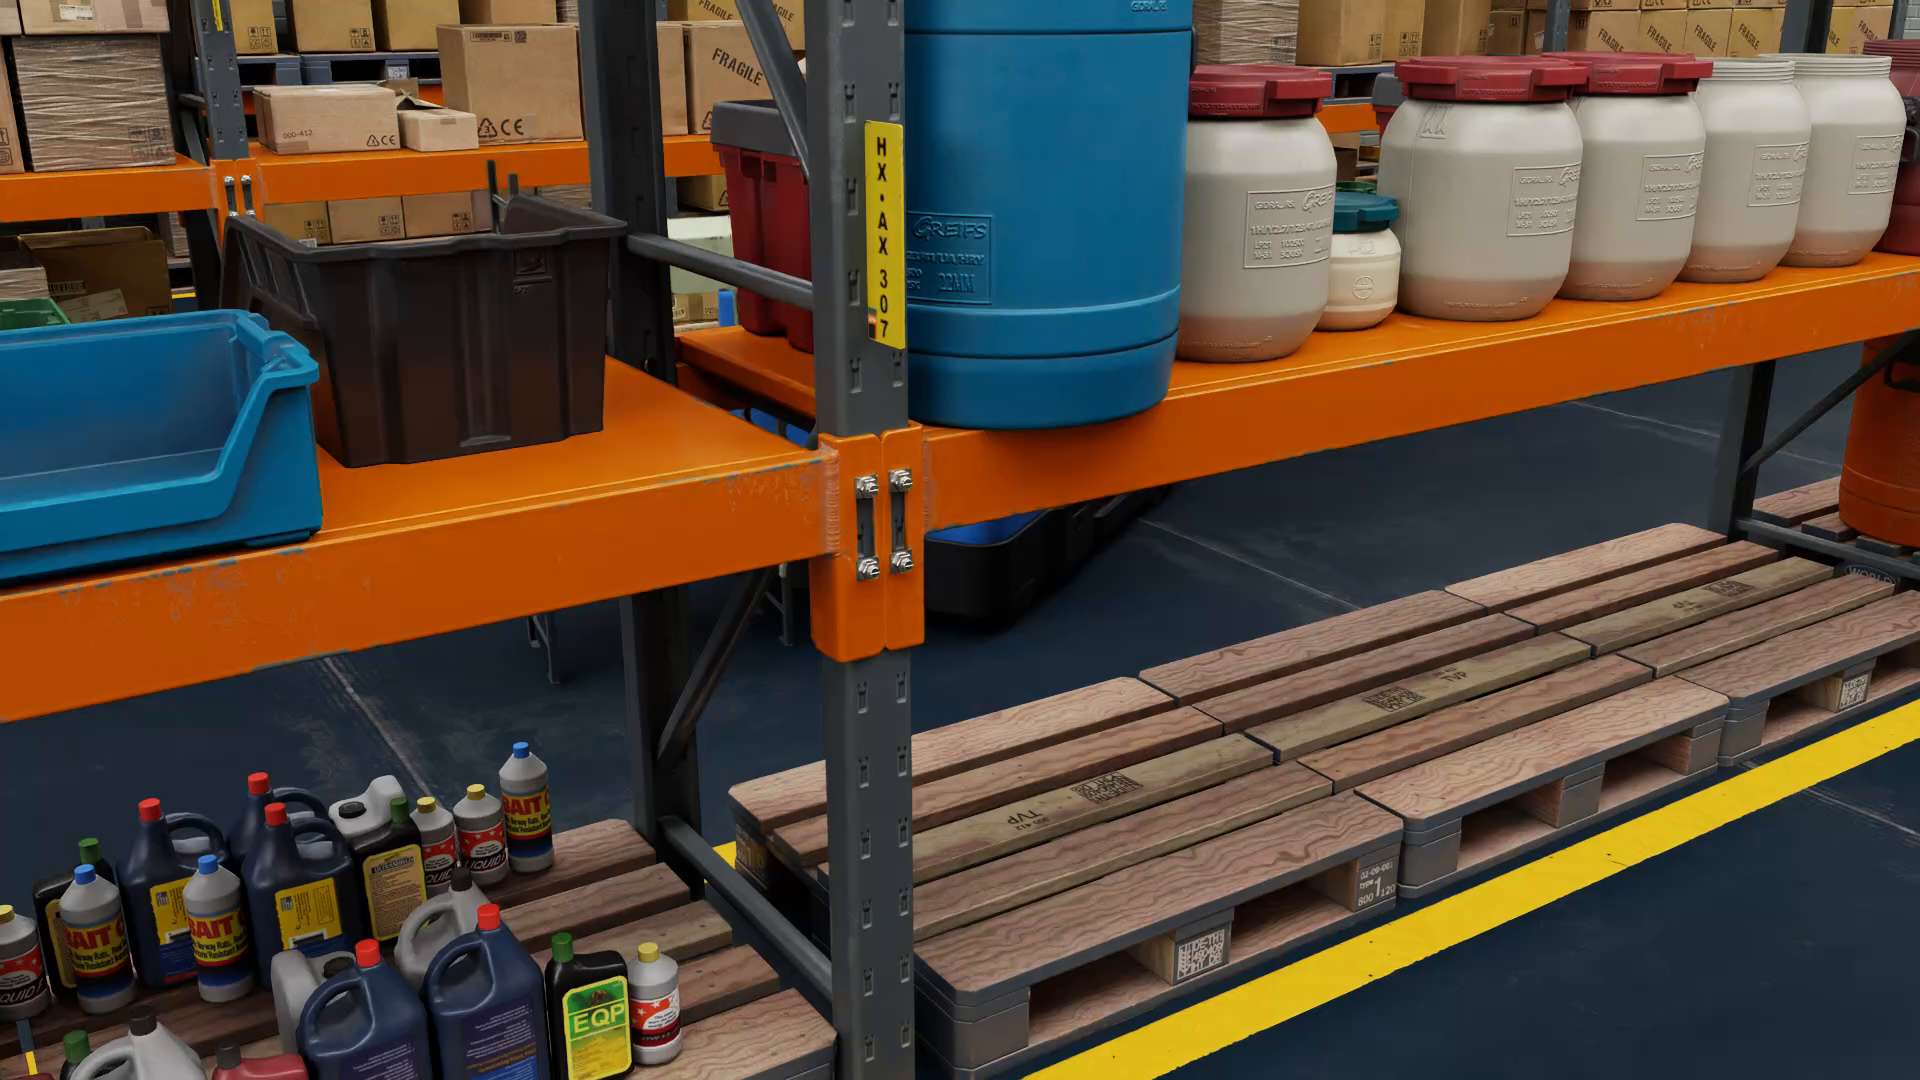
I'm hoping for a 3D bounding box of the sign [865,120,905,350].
[{"bbox_3d":[-0.111,-0.451,2.462,0.005,0.325,0.100,-12,22,-31],"label":"sign"}]

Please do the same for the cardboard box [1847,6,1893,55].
[{"bbox_3d":[6.672,-3.803,12.655,0.500,0.500,0.500,-11,22,-30],"label":"cardboard box"}]

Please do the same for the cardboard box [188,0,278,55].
[{"bbox_3d":[-4.938,-3.551,11.223,0.500,0.500,0.700,-9,21,-26],"label":"cardboard box"}]

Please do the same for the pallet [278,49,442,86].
[{"bbox_3d":[-4.143,-3.372,11.836,1.213,0.211,1.003,-12,22,-31],"label":"pallet"}]

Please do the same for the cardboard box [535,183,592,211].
[{"bbox_3d":[-3.085,-2.706,12.783,0.500,0.500,0.700,-12,22,-31],"label":"cardboard box"}]

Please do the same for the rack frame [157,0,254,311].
[{"bbox_3d":[-3.125,-1.794,6.868,0.127,3.000,1.000,-12,22,-31],"label":"rack frame"}]

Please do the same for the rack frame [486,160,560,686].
[{"bbox_3d":[-1.284,-0.335,4.893,0.023,1.500,0.400,-8,20,-23],"label":"rack frame"}]

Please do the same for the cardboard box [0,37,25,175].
[{"bbox_3d":[-3.930,-1.667,6.336,0.500,0.500,0.700,-12,22,-32],"label":"cardboard box"}]

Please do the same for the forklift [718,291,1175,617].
[{"bbox_3d":[0.262,-1.575,6.326,1.130,2.935,3.031,8,20,23],"label":"forklift"}]

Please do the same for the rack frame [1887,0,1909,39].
[{"bbox_3d":[6.897,-3.908,13.120,0.127,3.000,1.000,-12,22,-31],"label":"rack frame"}]

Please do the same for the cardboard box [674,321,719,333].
[{"bbox_3d":[-1.368,-0.966,8.057,0.500,0.250,0.500,-11,22,-30],"label":"cardboard box"}]

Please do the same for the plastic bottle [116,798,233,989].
[{"bbox_3d":[-1.464,0.642,3.110,0.185,0.351,0.144,-13,23,-34],"label":"plastic bottle"}]

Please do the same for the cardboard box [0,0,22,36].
[{"bbox_3d":[-3.660,-1.954,6.171,0.250,0.149,0.380,-13,22,-33],"label":"cardboard box"}]

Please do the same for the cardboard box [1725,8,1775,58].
[{"bbox_3d":[5.400,-3.536,11.864,0.500,0.500,0.500,-12,22,-32],"label":"cardboard box"}]

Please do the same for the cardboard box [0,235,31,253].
[{"bbox_3d":[-4.098,-0.958,6.860,0.500,0.500,0.500,-12,22,-31],"label":"cardboard box"}]

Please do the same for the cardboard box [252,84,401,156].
[{"bbox_3d":[-2.738,-1.821,7.183,0.500,0.250,0.500,-10,21,-28],"label":"cardboard box"}]

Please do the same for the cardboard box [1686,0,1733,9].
[{"bbox_3d":[4.964,-3.913,11.419,0.500,0.500,0.500,-13,22,-33],"label":"cardboard box"}]

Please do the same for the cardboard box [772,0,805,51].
[{"bbox_3d":[-1.523,-4.128,13.119,0.500,0.500,0.500,-11,22,-30],"label":"cardboard box"}]

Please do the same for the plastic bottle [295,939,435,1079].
[{"bbox_3d":[-0.944,0.802,2.637,0.185,0.351,0.144,-13,23,-34],"label":"plastic bottle"}]

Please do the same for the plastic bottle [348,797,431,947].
[{"bbox_3d":[-1.107,0.641,3.218,0.133,0.283,0.061,-12,22,-31],"label":"plastic bottle"}]

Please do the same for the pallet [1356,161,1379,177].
[{"bbox_3d":[3.544,-3.749,17.006,1.213,0.211,1.003,-12,22,-31],"label":"pallet"}]

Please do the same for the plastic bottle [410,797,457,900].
[{"bbox_3d":[-1.081,0.623,3.400,0.097,0.201,0.097,0,19,0],"label":"plastic bottle"}]

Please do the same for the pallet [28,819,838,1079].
[{"bbox_3d":[-0.988,0.960,3.077,1.213,0.211,1.003,-12,22,-31],"label":"pallet"}]

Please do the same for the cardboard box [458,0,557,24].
[{"bbox_3d":[-3.351,-3.888,12.217,0.500,0.500,0.700,-14,23,-36],"label":"cardboard box"}]

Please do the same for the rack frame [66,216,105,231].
[{"bbox_3d":[-5.853,-3.118,10.785,0.127,3.000,1.000,-12,22,-31],"label":"rack frame"}]

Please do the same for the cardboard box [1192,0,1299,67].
[{"bbox_3d":[1.548,-2.996,9.611,0.500,0.500,0.700,-8,20,-21],"label":"cardboard box"}]

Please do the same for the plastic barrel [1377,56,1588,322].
[{"bbox_3d":[1.128,-0.772,3.632,0.433,0.535,0.433,0,19,0],"label":"plastic barrel"}]

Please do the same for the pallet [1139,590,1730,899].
[{"bbox_3d":[1.250,0.488,4.473,1.213,0.211,1.003,-12,22,-31],"label":"pallet"}]

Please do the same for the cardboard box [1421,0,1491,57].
[{"bbox_3d":[3.037,-3.426,10.883,0.700,0.500,0.500,14,23,35],"label":"cardboard box"}]

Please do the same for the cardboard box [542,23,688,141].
[{"bbox_3d":[-1.617,-2.153,7.775,0.500,0.500,0.500,-12,22,-31],"label":"cardboard box"}]

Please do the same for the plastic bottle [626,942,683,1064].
[{"bbox_3d":[-0.536,0.796,2.889,0.097,0.201,0.097,0,19,0],"label":"plastic bottle"}]

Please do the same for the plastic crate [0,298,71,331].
[{"bbox_3d":[-1.693,-0.205,2.497,0.662,0.188,0.450,-12,22,-31],"label":"plastic crate"}]

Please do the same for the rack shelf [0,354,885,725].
[{"bbox_3d":[-2.075,0.225,2.020,4.000,0.370,1.077,-12,22,-31],"label":"rack shelf"}]

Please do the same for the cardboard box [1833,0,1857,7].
[{"bbox_3d":[6.255,-4.188,12.231,0.500,0.500,0.500,-11,22,-30],"label":"cardboard box"}]

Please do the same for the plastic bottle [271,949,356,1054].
[{"bbox_3d":[-1.046,0.803,2.753,0.135,0.276,0.152,-12,22,-31],"label":"plastic bottle"}]

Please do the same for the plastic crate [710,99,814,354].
[{"bbox_3d":[-0.168,-0.666,3.431,0.583,0.464,0.402,-12,22,-31],"label":"plastic crate"}]

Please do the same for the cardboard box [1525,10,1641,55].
[{"bbox_3d":[4.131,-3.267,11.070,0.500,0.500,0.500,-11,22,-30],"label":"cardboard box"}]

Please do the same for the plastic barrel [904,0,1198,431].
[{"bbox_3d":[0.085,-0.693,2.828,0.708,0.901,0.600,-12,22,-31],"label":"plastic barrel"}]

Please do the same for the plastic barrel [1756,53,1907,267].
[{"bbox_3d":[2.195,-0.988,4.308,0.421,0.512,0.421,0,19,0],"label":"plastic barrel"}]

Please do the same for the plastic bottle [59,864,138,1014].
[{"bbox_3d":[-1.567,0.716,3.017,0.097,0.271,0.097,0,19,0],"label":"plastic bottle"}]

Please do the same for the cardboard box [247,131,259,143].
[{"bbox_3d":[-4.882,-2.711,11.624,0.500,0.250,0.500,-12,22,-33],"label":"cardboard box"}]

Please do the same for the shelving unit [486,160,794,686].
[{"bbox_3d":[-0.950,-0.382,5.034,0.755,1.500,0.431,-8,20,-23],"label":"shelving unit"}]

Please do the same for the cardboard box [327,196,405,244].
[{"bbox_3d":[-4.395,-2.460,12.055,0.500,0.500,0.700,-12,22,-31],"label":"cardboard box"}]

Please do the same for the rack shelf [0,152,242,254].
[{"bbox_3d":[-4.796,-1.101,5.941,4.000,0.370,1.077,-12,22,-31],"label":"rack shelf"}]

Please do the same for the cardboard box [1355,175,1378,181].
[{"bbox_3d":[3.018,-2.207,11.307,0.500,0.500,0.500,-13,23,-34],"label":"cardboard box"}]

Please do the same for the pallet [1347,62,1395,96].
[{"bbox_3d":[2.829,-3.001,10.737,1.213,0.211,1.003,-12,22,-31],"label":"pallet"}]
